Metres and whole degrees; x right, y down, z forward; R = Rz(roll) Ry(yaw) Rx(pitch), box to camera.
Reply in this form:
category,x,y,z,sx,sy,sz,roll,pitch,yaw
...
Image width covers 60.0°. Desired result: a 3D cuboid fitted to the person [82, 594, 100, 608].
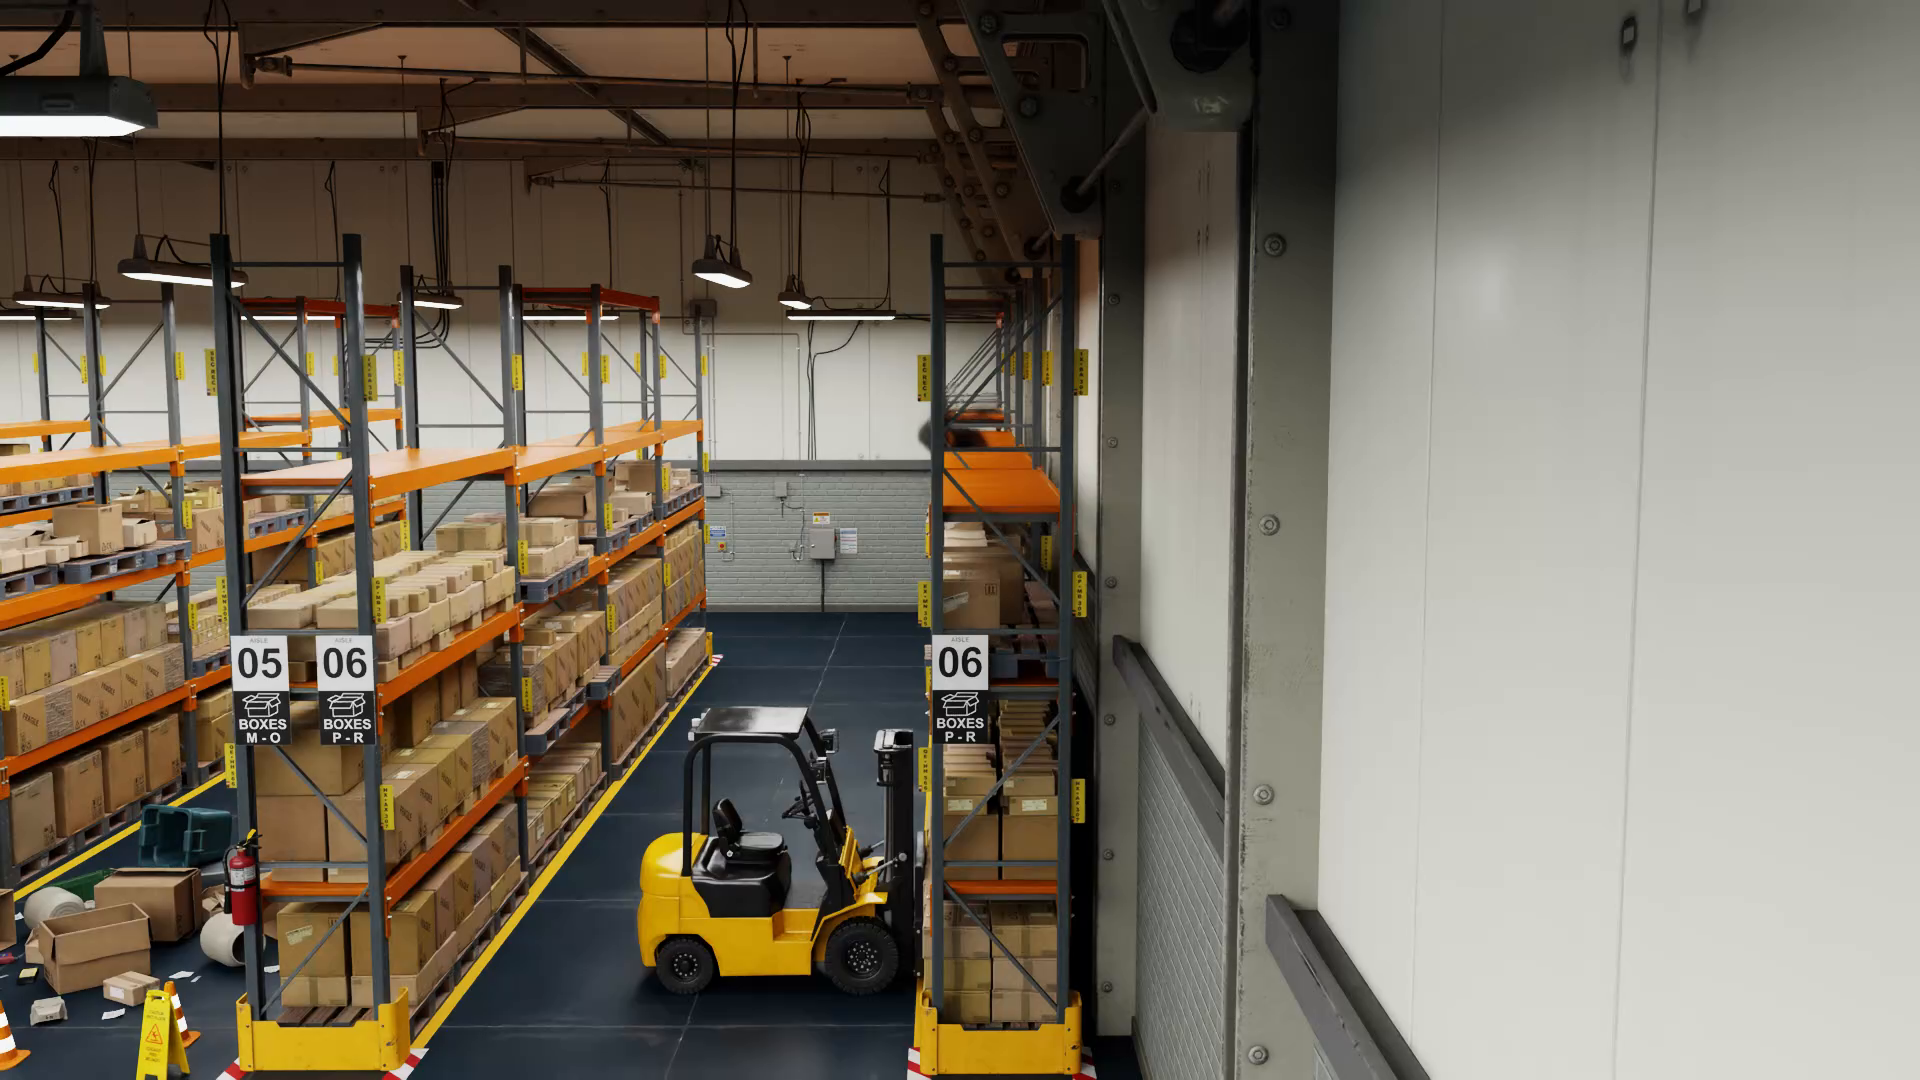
category,x,y,z,sx,sy,sz,roll,pitch,yaw
person,-12.932,1.545,25.083,0.712,1.744,0.789,-1,6,-7
